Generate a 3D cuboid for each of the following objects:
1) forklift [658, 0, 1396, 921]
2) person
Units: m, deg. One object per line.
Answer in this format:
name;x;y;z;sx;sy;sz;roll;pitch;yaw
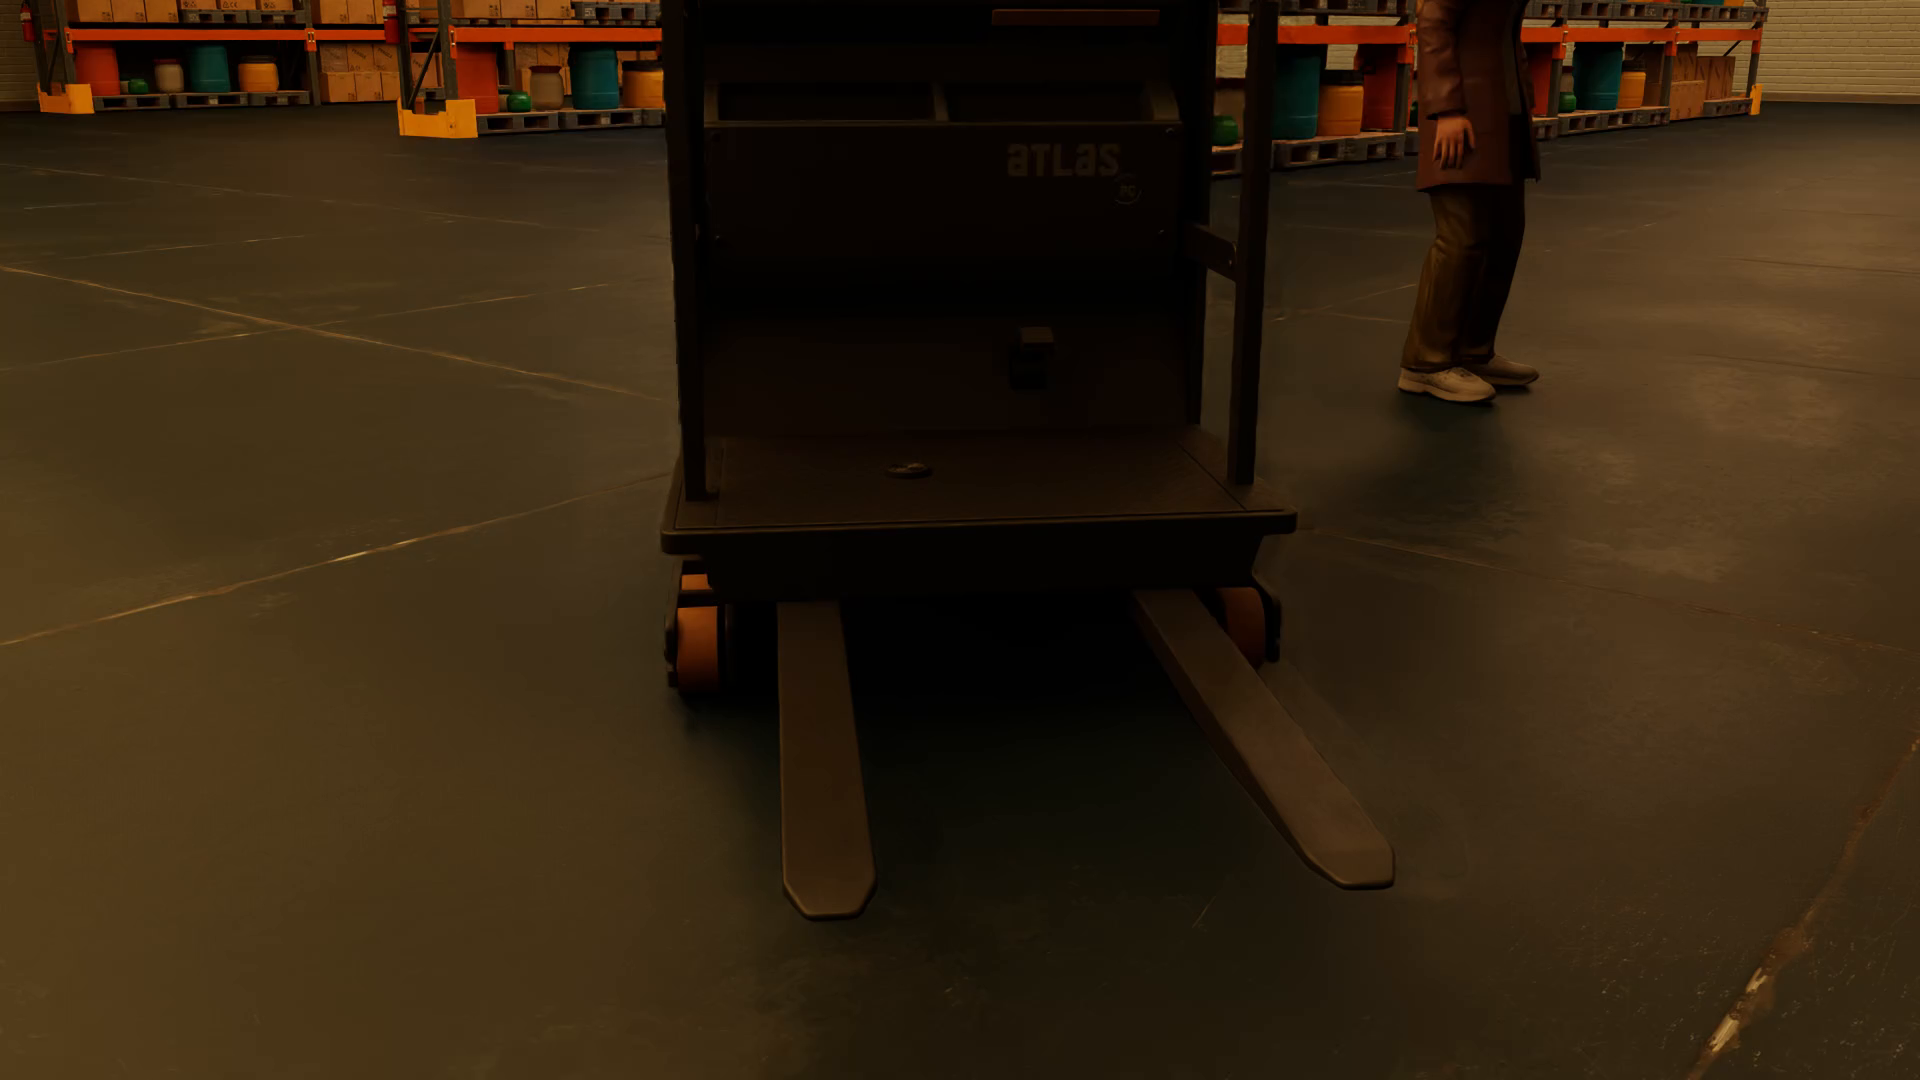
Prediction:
forklift;-0.007;-1.225;2.932;1.130;2.935;3.031;-2;17;-6
person;1.701;-1.367;5.392;0.438;1.772;0.659;14;22;39
